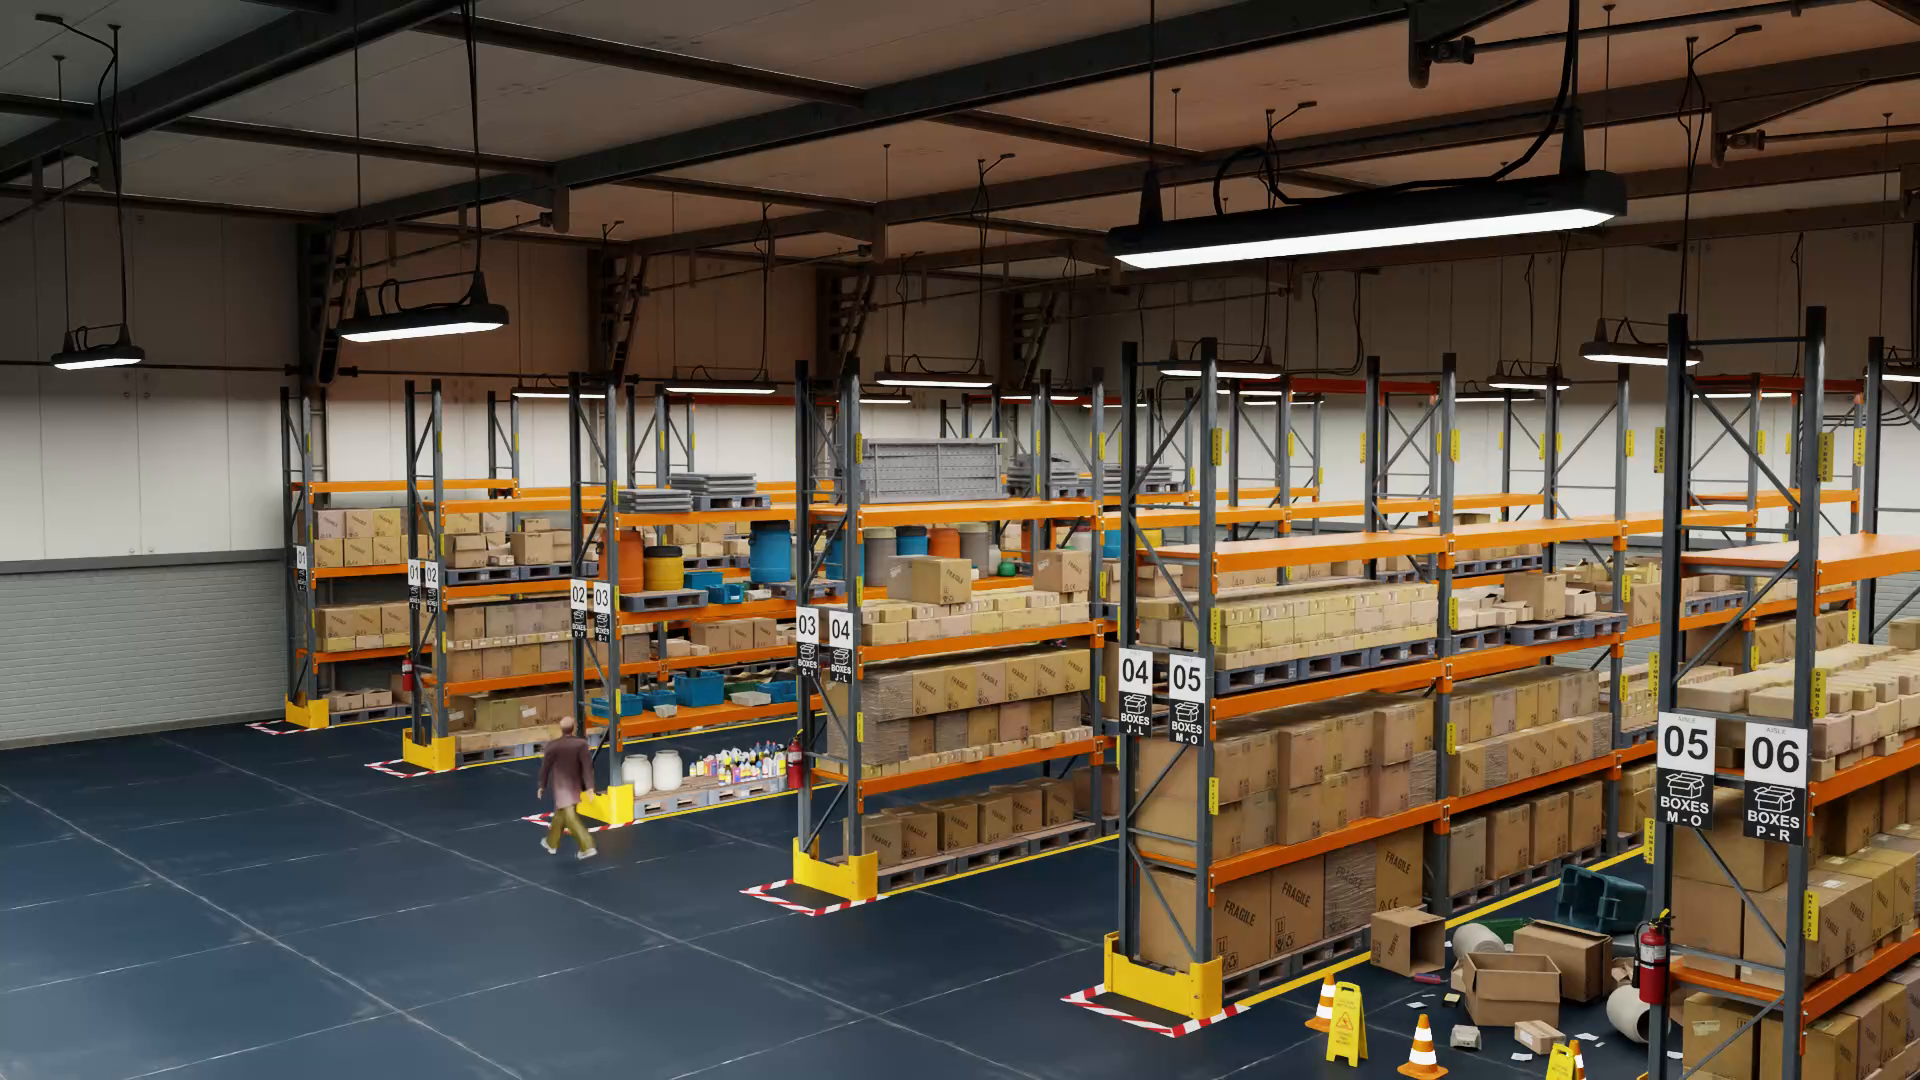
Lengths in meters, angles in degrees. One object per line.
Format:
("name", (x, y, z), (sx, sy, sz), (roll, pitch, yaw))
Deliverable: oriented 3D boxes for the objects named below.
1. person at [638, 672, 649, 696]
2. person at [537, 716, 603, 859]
("person", (-6.258, 2.296, 32.031), (0.442, 1.746, 0.501), (1, 4, 13))
("person", (-4.756, 2.983, 20.211), (0.971, 1.721, 0.568), (0, 4, 5))
